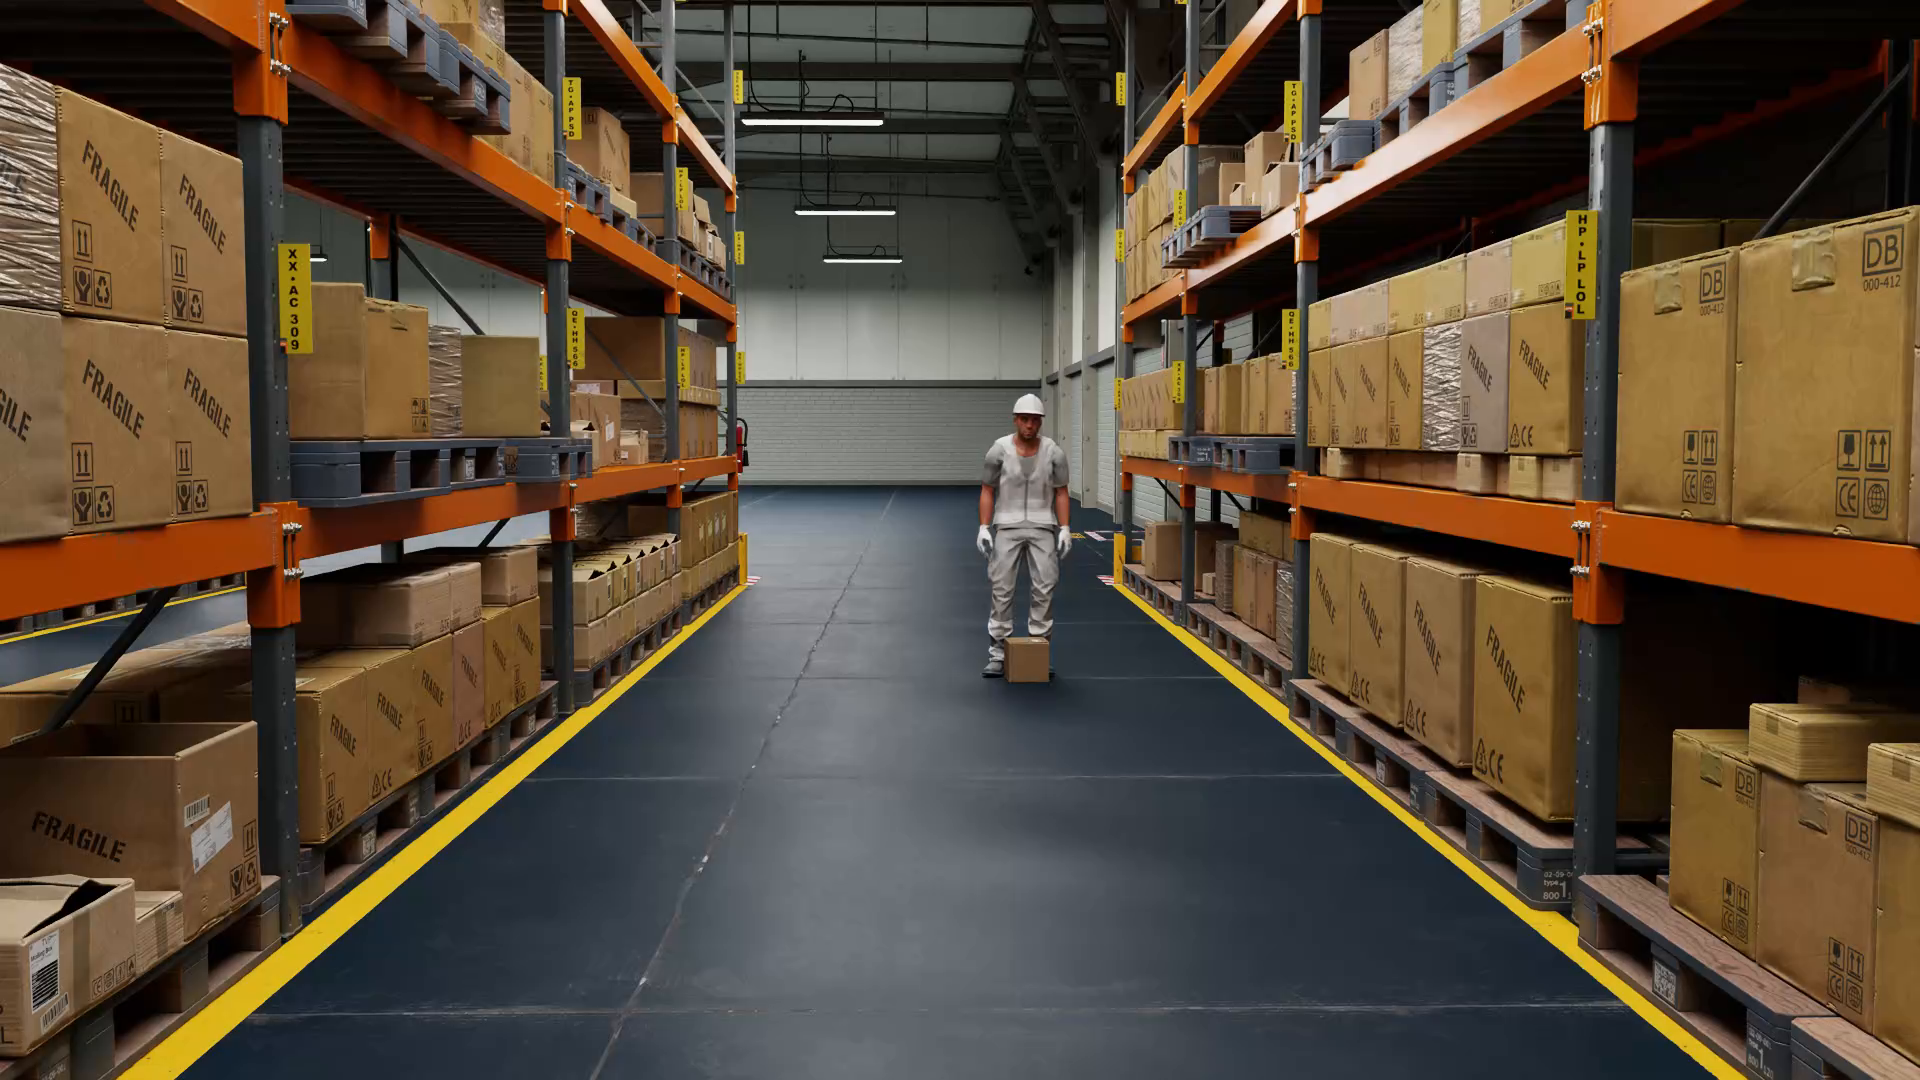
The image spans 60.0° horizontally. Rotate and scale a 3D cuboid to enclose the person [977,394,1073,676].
[{"bbox_3d":[0.409,-0.031,10.530,0.608,1.779,0.453,0,4,-2],"label":"person"}]
